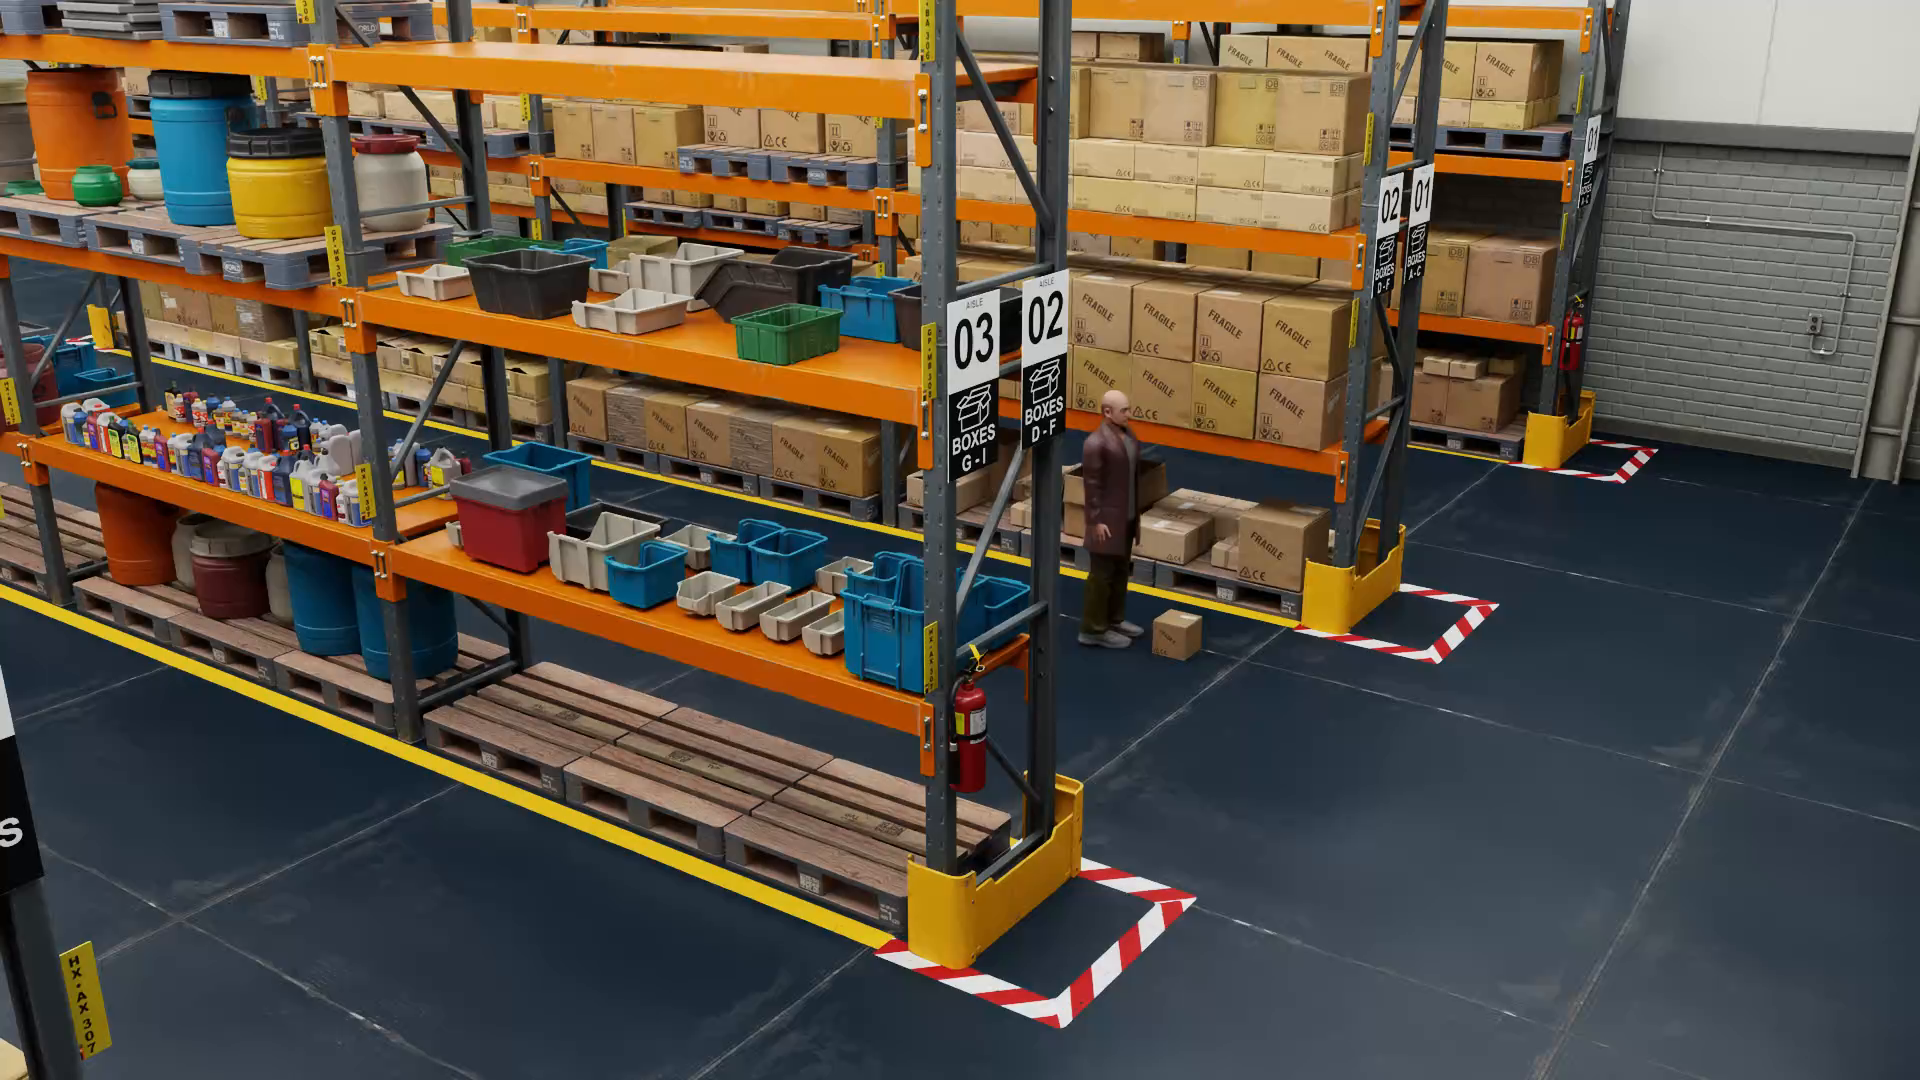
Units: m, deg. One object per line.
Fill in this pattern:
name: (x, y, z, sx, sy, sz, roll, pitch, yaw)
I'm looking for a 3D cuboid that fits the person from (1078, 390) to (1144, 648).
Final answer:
person: (1.107, -0.163, 11.541, 0.390, 1.790, 0.617, 13, 23, 33)
